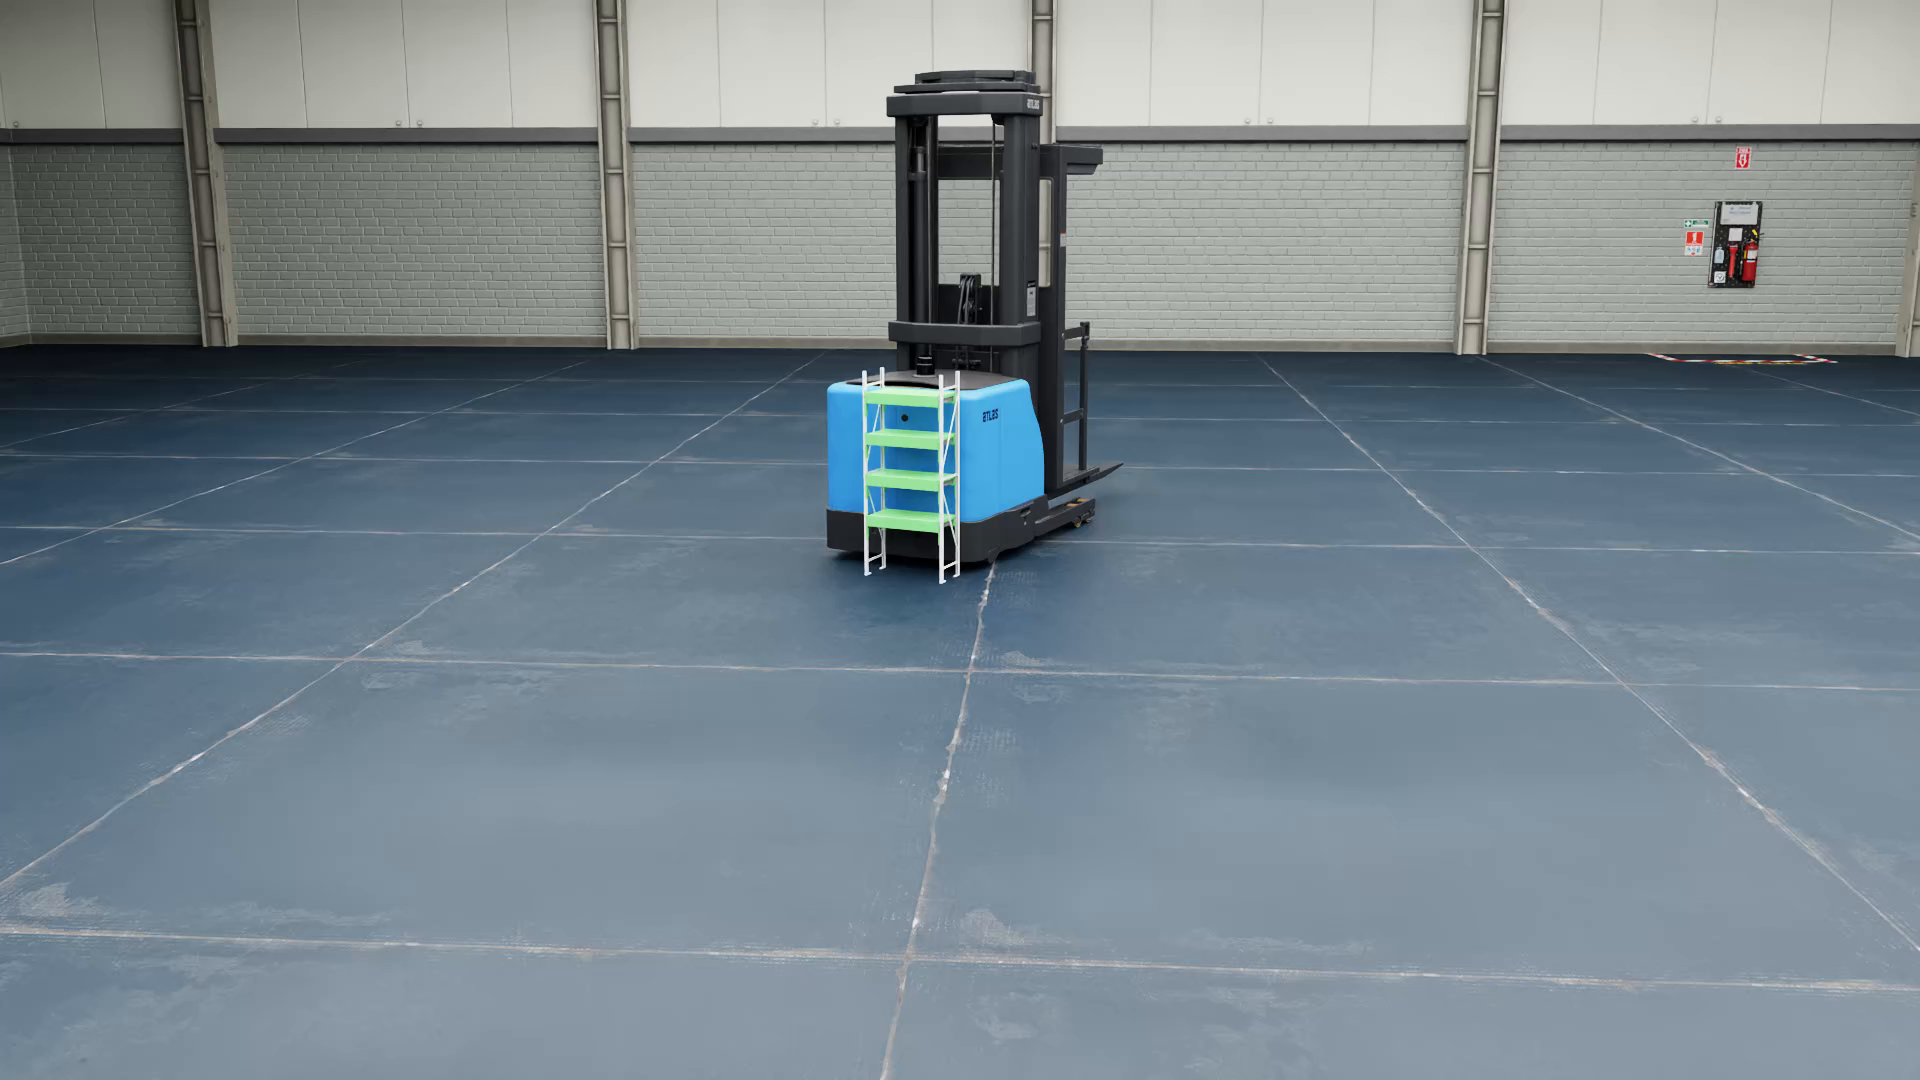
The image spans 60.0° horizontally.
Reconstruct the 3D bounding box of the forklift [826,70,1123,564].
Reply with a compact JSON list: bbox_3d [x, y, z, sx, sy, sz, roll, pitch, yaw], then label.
[{"bbox_3d":[0.272,-1.551,11.025,1.130,2.935,3.031,6,13,25],"label":"forklift"}]

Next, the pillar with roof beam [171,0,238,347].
[{"bbox_3d":[-11.133,-6.378,19.278,0.400,9.000,9.100,1,12,4],"label":"pillar with roof beam"}]

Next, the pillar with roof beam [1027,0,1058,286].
[{"bbox_3d":[0.840,-6.213,18.493,0.400,9.000,9.100,1,12,4],"label":"pillar with roof beam"}]

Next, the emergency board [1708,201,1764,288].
[{"bbox_3d":[10.638,-4.034,22.726,0.643,1.169,0.194,1,12,4],"label":"emergency board"}]

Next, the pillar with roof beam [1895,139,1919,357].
[{"bbox_3d":[12.813,-6.049,17.708,0.400,9.000,9.100,1,12,4],"label":"pillar with roof beam"}]

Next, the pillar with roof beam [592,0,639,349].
[{"bbox_3d":[-5.147,-6.295,18.886,0.400,9.000,9.100,1,12,4],"label":"pillar with roof beam"}]

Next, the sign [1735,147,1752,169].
[{"bbox_3d":[10.636,-5.189,22.586,0.199,0.298,0.001,1,12,4],"label":"sign"}]

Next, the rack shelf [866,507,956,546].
[{"bbox_3d":[-0.281,-0.083,9.717,0.480,0.148,0.258,5,13,24],"label":"rack shelf"}]

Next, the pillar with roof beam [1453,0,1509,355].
[{"bbox_3d":[6.827,-6.131,18.101,0.400,9.000,9.100,1,12,4],"label":"pillar with roof beam"}]

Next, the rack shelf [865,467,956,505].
[{"bbox_3d":[-0.281,-0.317,9.667,0.480,0.148,0.258,5,13,24],"label":"rack shelf"}]

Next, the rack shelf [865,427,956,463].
[{"bbox_3d":[-0.281,-0.552,9.618,0.480,0.148,0.258,5,13,24],"label":"rack shelf"}]

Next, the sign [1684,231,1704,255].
[{"bbox_3d":[10.093,-4.080,22.859,0.234,0.329,0.001,1,12,4],"label":"sign"}]

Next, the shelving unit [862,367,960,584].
[{"bbox_3d":[-0.281,-0.380,9.654,0.503,1.200,0.258,5,13,24],"label":"shelving unit"}]

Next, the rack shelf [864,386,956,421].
[{"bbox_3d":[-0.281,-0.787,9.569,0.480,0.148,0.258,5,13,24],"label":"rack shelf"}]

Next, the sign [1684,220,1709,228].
[{"bbox_3d":[10.097,-4.337,22.796,0.331,0.109,0.001,1,12,4],"label":"sign"}]

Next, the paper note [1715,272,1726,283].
[{"bbox_3d":[10.466,-3.619,22.895,0.142,0.148,0.016,1,12,4],"label":"paper note"}]

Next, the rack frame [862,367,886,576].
[{"bbox_3d":[-0.502,-0.401,9.755,0.015,1.200,0.240,5,13,24],"label":"rack frame"}]

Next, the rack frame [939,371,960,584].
[{"bbox_3d":[-0.060,-0.359,9.553,0.015,1.200,0.240,5,13,24],"label":"rack frame"}]
